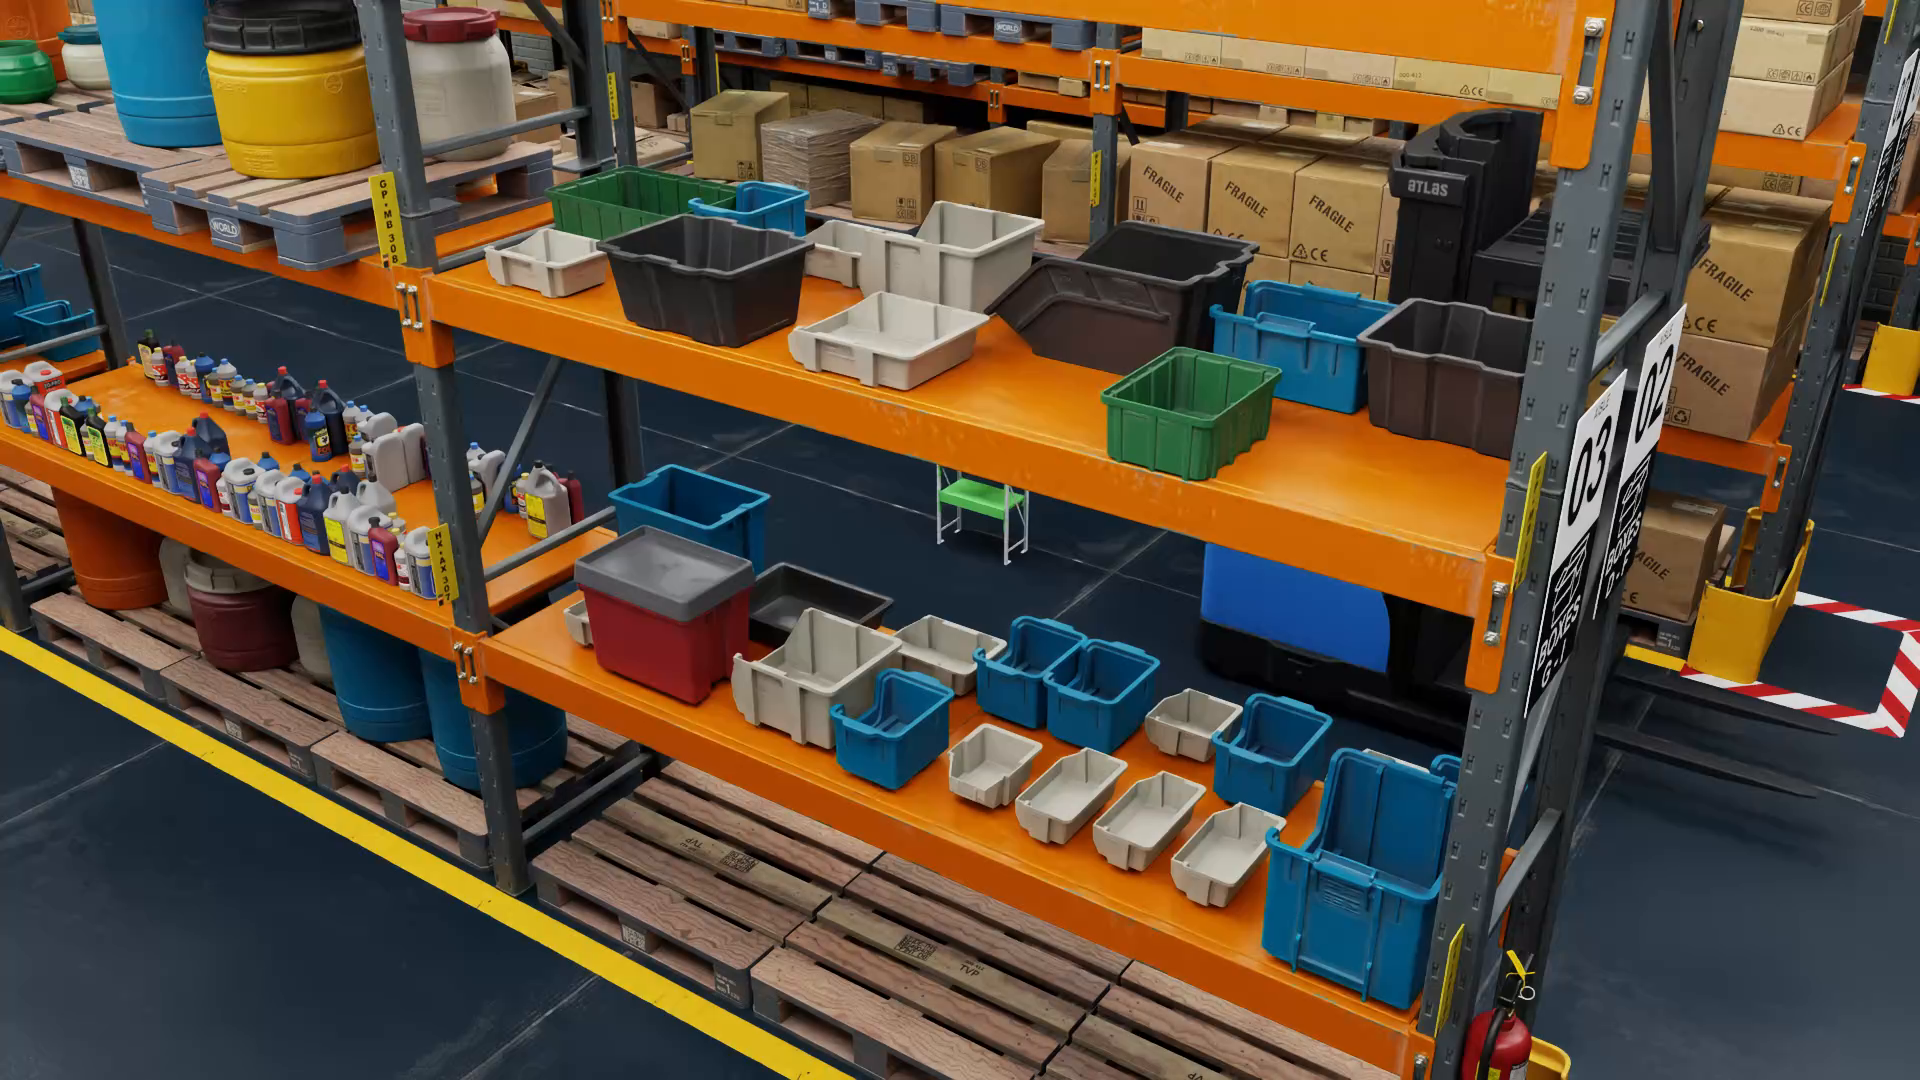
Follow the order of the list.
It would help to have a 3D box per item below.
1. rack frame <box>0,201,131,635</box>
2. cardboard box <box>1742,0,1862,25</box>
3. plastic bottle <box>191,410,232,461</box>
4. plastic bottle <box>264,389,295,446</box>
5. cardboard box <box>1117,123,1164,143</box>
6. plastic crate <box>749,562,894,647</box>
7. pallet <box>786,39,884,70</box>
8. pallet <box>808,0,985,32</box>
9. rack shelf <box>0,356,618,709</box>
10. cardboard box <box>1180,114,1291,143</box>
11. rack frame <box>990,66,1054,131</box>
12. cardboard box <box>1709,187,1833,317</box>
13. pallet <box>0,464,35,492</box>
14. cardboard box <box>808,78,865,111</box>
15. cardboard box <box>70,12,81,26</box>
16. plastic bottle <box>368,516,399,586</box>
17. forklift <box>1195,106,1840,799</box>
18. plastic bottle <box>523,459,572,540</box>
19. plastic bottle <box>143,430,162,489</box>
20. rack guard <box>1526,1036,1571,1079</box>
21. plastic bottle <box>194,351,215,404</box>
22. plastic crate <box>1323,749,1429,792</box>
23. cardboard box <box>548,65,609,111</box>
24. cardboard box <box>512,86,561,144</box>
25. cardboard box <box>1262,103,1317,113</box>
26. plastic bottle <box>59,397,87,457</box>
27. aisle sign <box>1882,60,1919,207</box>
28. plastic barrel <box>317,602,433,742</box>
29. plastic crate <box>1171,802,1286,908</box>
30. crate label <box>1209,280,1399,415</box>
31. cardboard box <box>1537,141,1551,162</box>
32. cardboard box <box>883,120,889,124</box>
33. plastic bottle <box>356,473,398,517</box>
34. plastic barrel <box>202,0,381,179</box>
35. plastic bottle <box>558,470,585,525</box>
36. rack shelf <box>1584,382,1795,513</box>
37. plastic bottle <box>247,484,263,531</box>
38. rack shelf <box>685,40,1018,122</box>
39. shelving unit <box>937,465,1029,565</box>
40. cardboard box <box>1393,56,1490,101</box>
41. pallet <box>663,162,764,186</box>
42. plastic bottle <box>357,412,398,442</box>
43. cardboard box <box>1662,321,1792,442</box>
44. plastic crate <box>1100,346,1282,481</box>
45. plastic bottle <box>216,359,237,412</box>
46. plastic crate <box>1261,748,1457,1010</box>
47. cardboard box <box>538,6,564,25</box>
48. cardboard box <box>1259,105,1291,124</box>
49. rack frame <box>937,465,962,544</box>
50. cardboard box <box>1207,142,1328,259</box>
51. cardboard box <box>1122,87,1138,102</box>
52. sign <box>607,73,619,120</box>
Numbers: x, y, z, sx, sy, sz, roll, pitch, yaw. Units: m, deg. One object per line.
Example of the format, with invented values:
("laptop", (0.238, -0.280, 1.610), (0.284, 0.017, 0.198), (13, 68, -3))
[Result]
("rack frame", (-4.988, -1.012, 8.931), (0.127, 3.000, 1.000), (17, 32, 30))
("cardboard box", (3.981, -2.761, 7.849), (0.500, 0.500, 0.700), (17, 32, 30))
("plastic bottle", (-3.567, -0.451, 7.883), (0.185, 0.351, 0.144), (17, 32, 30))
("plastic bottle", (-3.400, -0.621, 8.291), (0.133, 0.283, 0.061), (17, 32, 30))
("cardboard box", (1.871, -3.480, 15.687), (0.750, 0.750, 0.750), (17, 32, 30))
("plastic crate", (-0.616, 0.298, 6.594), (0.590, 0.125, 0.437), (17, 32, 30))
("pallet", (-1.034, -5.123, 17.221), (1.213, 0.211, 1.003), (17, 32, 30))
("pallet", (-0.238, -3.548, 10.814), (1.003, 0.211, 1.213), (17, 32, 30))
("rack shelf", (-3.340, -0.178, 8.085), (4.000, 0.370, 1.077), (17, 32, 30))
("cardboard box", (1.680, -2.293, 10.235), (0.500, 0.500, 0.500), (17, 32, 31))
("rack frame", (0.621, -4.716, 16.209), (0.127, 3.000, 1.000), (17, 32, 30))
("cardboard box", (4.197, -1.511, 8.700), (0.500, 0.500, 0.500), (18, 32, 32))
("pallet", (-6.606, -0.296, 10.599), (1.213, 0.211, 1.003), (17, 32, 30))
("cardboard box", (-1.264, -4.732, 17.686), (0.500, 0.250, 0.500), (16, 31, 29))
("cardboard box", (-8.354, -5.003, 15.948), (0.250, 0.149, 0.380), (16, 31, 29))
("plastic bottle", (-2.416, 0.045, 6.984), (0.133, 0.283, 0.061), (17, 32, 30))
("forklift", (2.772, -0.449, 7.901), (3.031, 2.935, 1.130), (16, 31, 29))
("plastic bottle", (-1.831, -0.185, 7.360), (0.185, 0.351, 0.144), (17, 32, 30))
("plastic bottle", (-3.782, -0.386, 7.843), (0.097, 0.271, 0.097), (0, 27, 0))
("rack guard", (1.633, 2.158, 5.459), (0.348, 0.500, 1.175), (17, 32, 30))
("plastic bottle", (-3.978, -0.864, 8.783), (0.097, 0.271, 0.097), (0, 27, 0))
("plastic crate", (1.371, 0.833, 5.530), (0.298, 0.136, 0.250), (17, 32, 30))
("cardboard box", (-4.408, -5.287, 19.603), (0.500, 0.500, 0.700), (15, 31, 27))
("cardboard box", (-3.573, -3.332, 13.380), (0.500, 0.500, 0.500), (15, 31, 28))
("cardboard box", (2.969, -4.026, 14.394), (0.500, 0.500, 0.500), (18, 32, 31))
("plastic bottle", (-4.349, -0.558, 8.167), (0.133, 0.283, 0.061), (17, 32, 30))
("aisle sign", (4.636, -2.059, 8.123), (0.004, 0.787, 0.394), (17, 32, 30))
("plastic barrel", (-2.714, 0.435, 7.938), (0.708, 0.901, 0.600), (17, 32, 30))
("plastic crate", (0.831, 0.991, 5.219), (0.243, 0.136, 0.396), (17, 32, 30))
("crate label", (1.029, -0.586, 4.951), (0.502, 0.251, 0.408), (17, 32, 30))
("cardboard box", (4.954, -3.487, 13.465), (0.700, 0.700, 0.980), (16, 31, 29))
("cardboard box", (-0.787, -4.256, 17.577), (0.500, 0.500, 0.700), (17, 32, 30))
("plastic bottle", (-2.552, -0.130, 7.253), (0.185, 0.351, 0.144), (17, 32, 30))
("plastic barrel", (-2.558, -1.751, 6.406), (0.600, 0.588, 0.600), (0, 27, 0))
("plastic bottle", (-1.752, -0.186, 7.438), (0.133, 0.283, 0.061), (17, 32, 30))
("rack shelf", (2.765, -1.001, 9.704), (4.000, 0.370, 1.077), (17, 32, 30))
("plastic bottle", (-3.138, -0.154, 7.464), (0.097, 0.201, 0.097), (0, 27, 0))
("rack shelf", (-1.028, -4.909, 17.381), (4.000, 0.370, 1.077), (17, 32, 30))
("shelving unit", (0.136, -0.492, 9.894), (0.503, 1.200, 0.258), (17, 32, 30))
("cardboard box", (2.612, -2.502, 8.718), (0.500, 0.250, 0.500), (17, 32, 30))
("pallet", (-1.582, -2.629, 12.321), (1.003, 0.211, 1.213), (17, 32, 30))
("plastic bottle", (-2.811, -0.488, 8.039), (0.135, 0.276, 0.152), (17, 32, 30))
("cardboard box", (3.890, -0.866, 8.535), (0.500, 0.500, 0.500), (18, 32, 32))
("plastic crate", (0.631, -0.346, 4.550), (0.336, 0.188, 0.450), (17, 32, 30))
("plastic bottle", (-3.817, -0.814, 8.685), (0.097, 0.271, 0.097), (0, 27, 0))
("plastic crate", (1.224, 0.984, 4.905), (0.499, 0.435, 0.616), (17, 32, 30))
("cardboard box", (-4.483, -6.076, 19.026), (0.500, 0.250, 0.500), (18, 32, 31))
("cardboard box", (2.819, -3.752, 14.570), (0.250, 0.149, 0.380), (17, 32, 30))
("rack frame", (-0.065, -0.555, 10.017), (0.015, 1.200, 0.240), (17, 32, 30))
("cardboard box", (1.771, -1.967, 9.596), (0.500, 0.500, 0.500), (16, 31, 29))
("cardboard box", (1.631, -4.192, 15.435), (0.250, 0.149, 0.380), (18, 32, 31))
("sign", (-2.492, -3.170, 11.896), (0.005, 0.325, 0.100), (17, 32, 30))
